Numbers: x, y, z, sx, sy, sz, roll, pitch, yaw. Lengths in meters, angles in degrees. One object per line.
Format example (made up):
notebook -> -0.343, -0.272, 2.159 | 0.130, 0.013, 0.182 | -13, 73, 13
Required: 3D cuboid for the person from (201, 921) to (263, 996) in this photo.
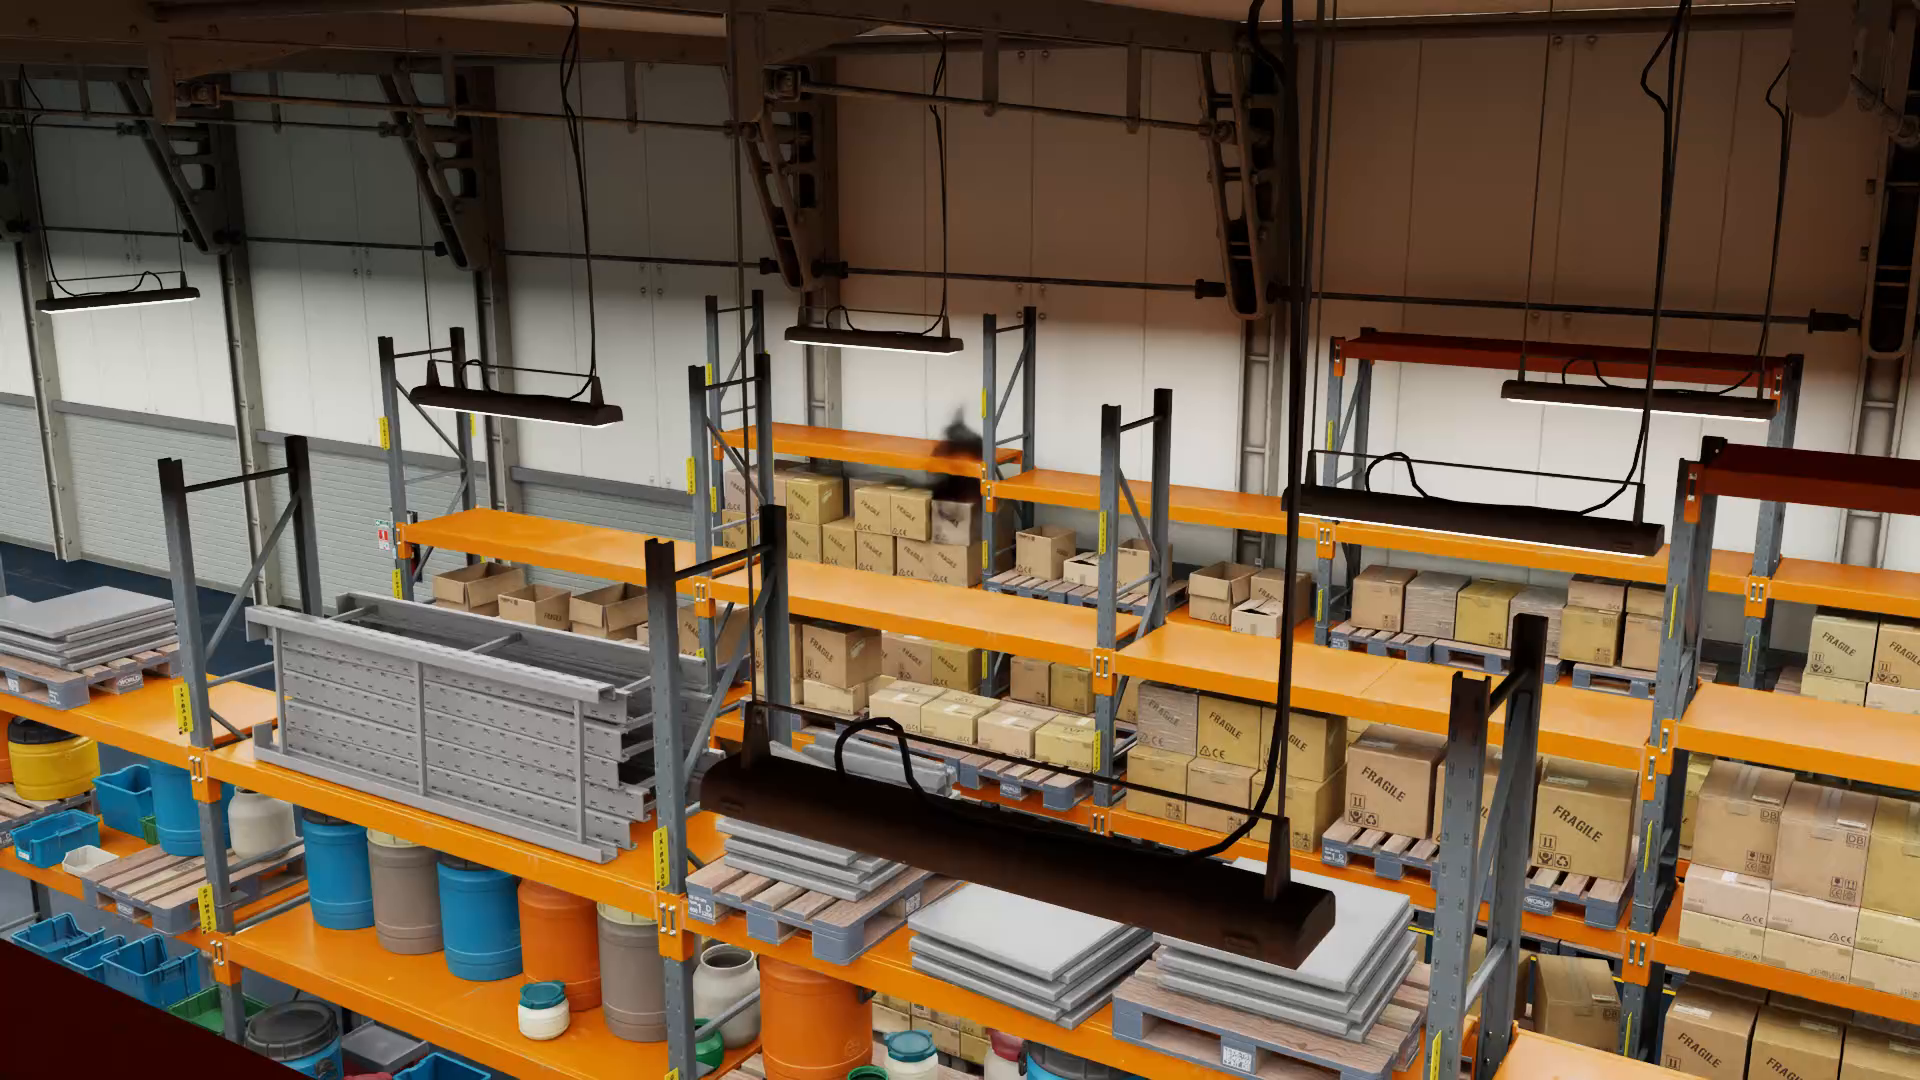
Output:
person -> -6.510, 3.654, 14.788 | 0.890, 1.787, 0.648 | 8, 16, 28
